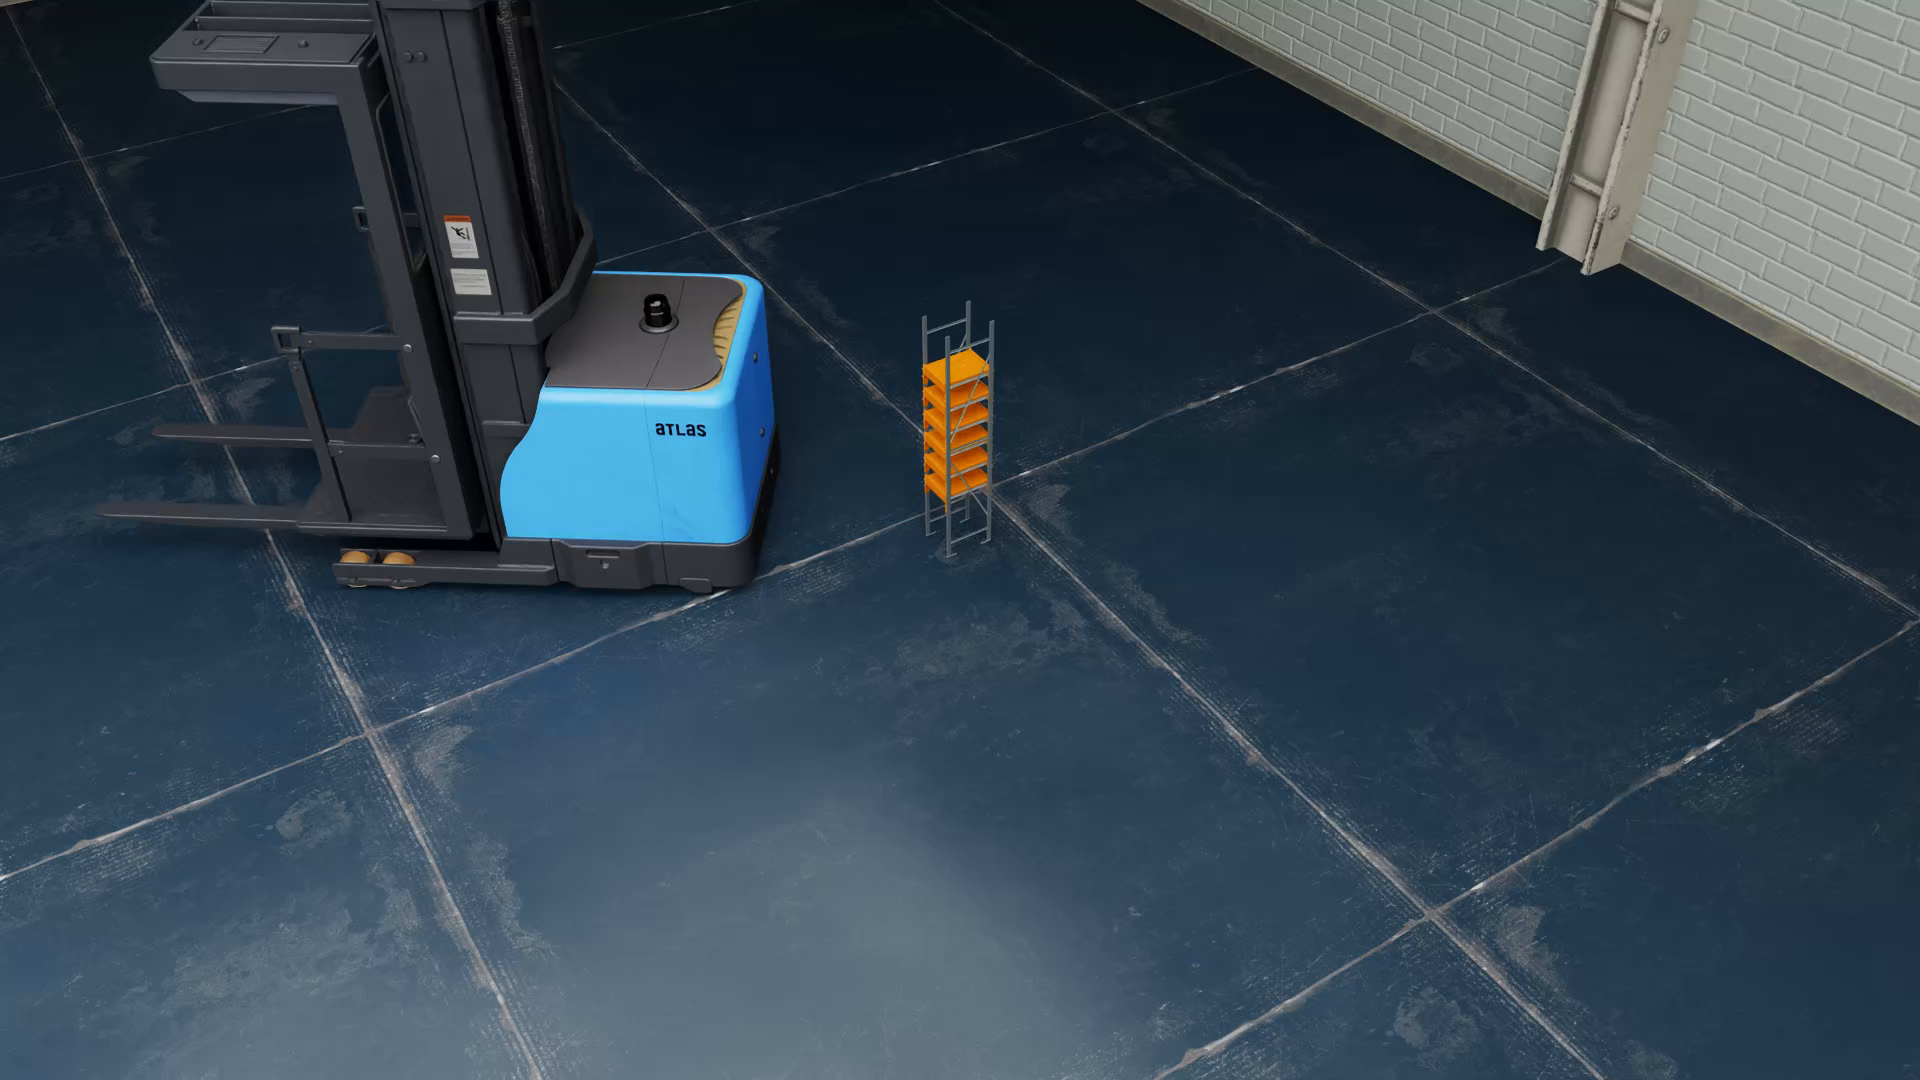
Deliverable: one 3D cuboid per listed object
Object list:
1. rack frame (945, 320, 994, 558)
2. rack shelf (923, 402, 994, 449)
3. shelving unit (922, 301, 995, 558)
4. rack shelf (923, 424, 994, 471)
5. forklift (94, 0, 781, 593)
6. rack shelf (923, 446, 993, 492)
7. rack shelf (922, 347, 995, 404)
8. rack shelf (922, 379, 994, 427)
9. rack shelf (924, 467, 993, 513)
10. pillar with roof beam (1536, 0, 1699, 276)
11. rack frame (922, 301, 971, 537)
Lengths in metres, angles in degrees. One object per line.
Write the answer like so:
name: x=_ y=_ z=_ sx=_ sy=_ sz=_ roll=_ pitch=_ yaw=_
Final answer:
rack frame: x=0.041 y=-0.419 z=7.316 sx=0.240 sy=1.200 sz=0.006 roll=-22 pitch=45 yaw=-24
rack shelf: x=-0.008 y=-0.527 z=7.327 sx=0.258 sy=0.103 sz=0.180 roll=-22 pitch=45 yaw=-24
shelving unit: x=-0.008 y=-0.469 z=7.375 sx=0.258 sy=1.200 sz=0.189 roll=-22 pitch=45 yaw=-24
rack shelf: x=-0.008 y=-0.435 z=7.404 sx=0.258 sy=0.103 sz=0.180 roll=-22 pitch=45 yaw=-24
forklift: x=-2.407 y=-1.242 z=6.951 sx=3.031 sy=2.935 sz=1.130 roll=2 pitch=40 yaw=2
rack shelf: x=-0.008 y=-0.342 z=7.481 sx=0.258 sy=0.103 sz=0.180 roll=-22 pitch=45 yaw=-24
rack shelf: x=-0.008 y=-0.711 z=7.173 sx=0.258 sy=0.103 sz=0.180 roll=-22 pitch=45 yaw=-24
rack shelf: x=-0.008 y=-0.619 z=7.250 sx=0.258 sy=0.103 sz=0.180 roll=-22 pitch=45 yaw=-24
rack shelf: x=-0.008 y=-0.250 z=7.557 sx=0.258 sy=0.103 sz=0.180 roll=-22 pitch=45 yaw=-24
pillar with roof beam: x=0.006 y=-3.656 z=5.108 sx=9.100 sy=9.000 sz=0.400 roll=-22 pitch=45 yaw=-24
rack frame: x=-0.057 y=-0.518 z=7.435 sx=0.240 sy=1.200 sz=0.006 roll=-22 pitch=45 yaw=-24
